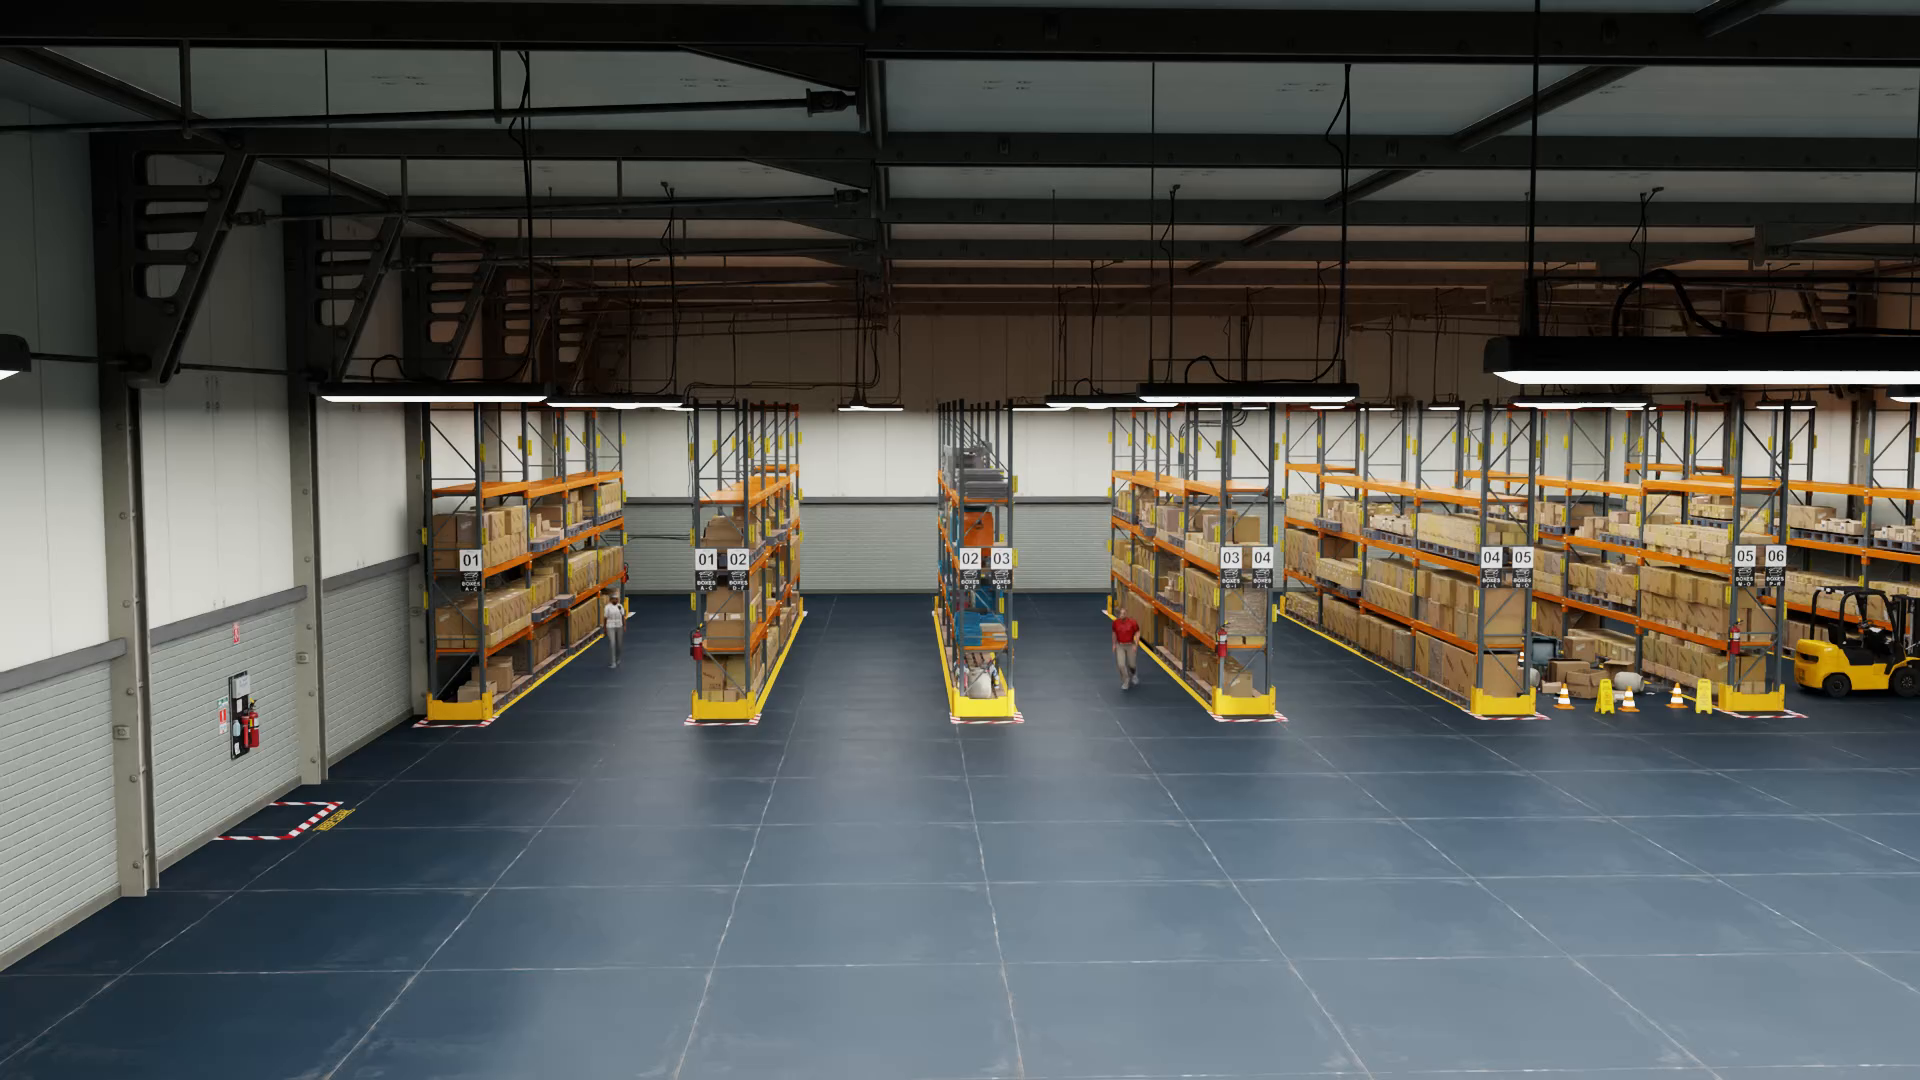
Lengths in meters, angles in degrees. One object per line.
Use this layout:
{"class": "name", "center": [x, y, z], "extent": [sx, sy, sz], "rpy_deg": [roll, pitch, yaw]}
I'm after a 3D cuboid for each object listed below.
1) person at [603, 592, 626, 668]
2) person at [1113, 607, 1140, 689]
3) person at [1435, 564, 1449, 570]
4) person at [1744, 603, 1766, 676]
{"class": "person", "center": [-7.819, 2.040, 37.837], "extent": [0.481, 1.674, 0.731], "rpy_deg": [-2, 5, -27]}
{"class": "person", "center": [3.493, 2.237, 34.832], "extent": [0.596, 1.701, 0.650], "rpy_deg": [1, 5, 16]}
{"class": "person", "center": [14.385, 1.086, 49.562], "extent": [1.046, 1.751, 0.546], "rpy_deg": [-1, 4, -12]}
{"class": "person", "center": [17.314, 2.151, 36.153], "extent": [0.639, 1.671, 0.786], "rpy_deg": [0, 4, -3]}
